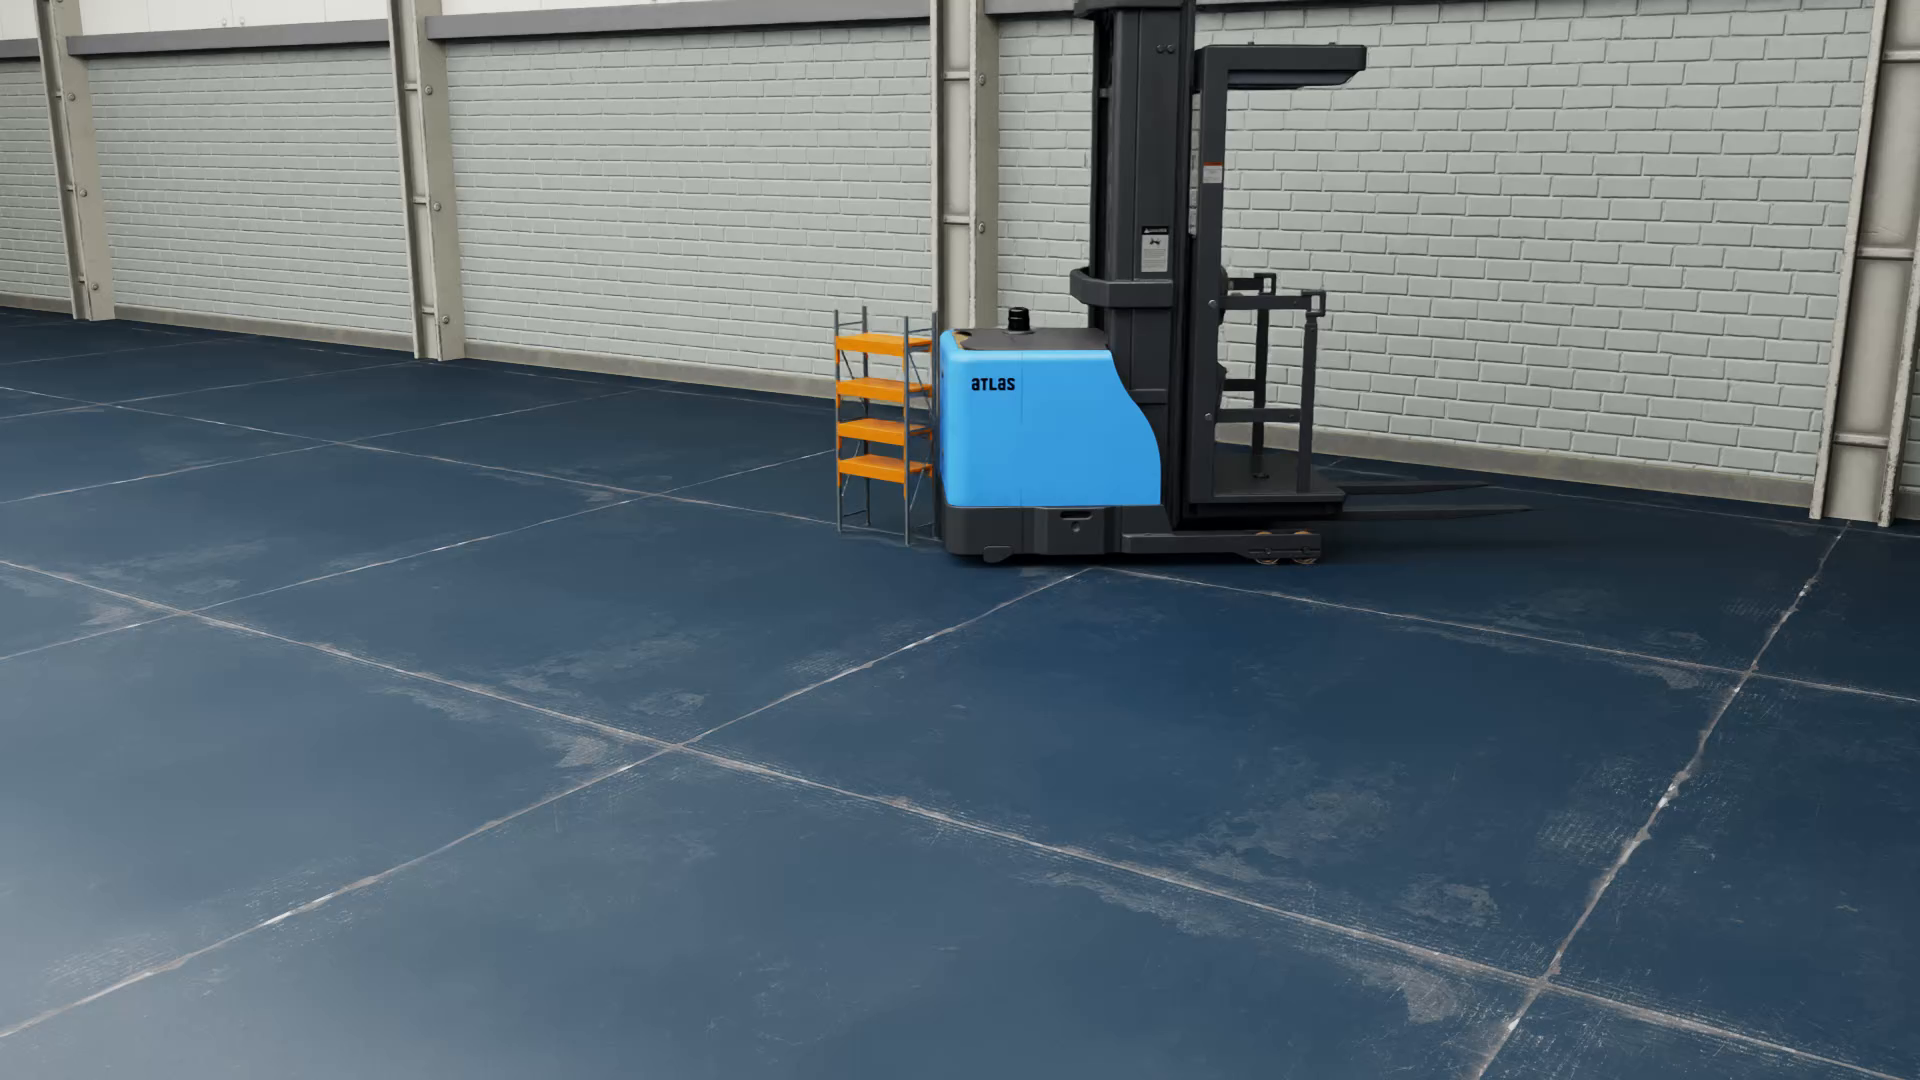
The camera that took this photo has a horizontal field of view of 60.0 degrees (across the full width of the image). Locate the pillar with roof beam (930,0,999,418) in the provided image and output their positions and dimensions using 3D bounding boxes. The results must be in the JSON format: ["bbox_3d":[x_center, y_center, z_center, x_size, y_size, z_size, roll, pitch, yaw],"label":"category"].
[{"bbox_3d":[-2.369,-4.443,8.042,0.400,9.000,9.100,9,17,33],"label":"pillar with roof beam"}]

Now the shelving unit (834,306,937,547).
[{"bbox_3d":[-0.391,-0.607,8.779,0.503,1.200,0.258,11,18,38],"label":"shelving unit"}]

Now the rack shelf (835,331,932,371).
[{"bbox_3d":[-0.391,-0.989,8.684,0.480,0.148,0.258,11,18,38],"label":"rack shelf"}]

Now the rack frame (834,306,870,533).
[{"bbox_3d":[-0.579,-0.644,8.929,0.015,1.200,0.240,11,18,38],"label":"rack frame"}]

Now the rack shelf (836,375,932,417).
[{"bbox_3d":[-0.391,-0.759,8.741,0.480,0.148,0.258,11,18,38],"label":"rack shelf"}]

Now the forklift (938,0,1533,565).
[{"bbox_3d":[1.415,-1.424,8.477,3.031,2.935,1.130,-1,14,-3],"label":"forklift"}]

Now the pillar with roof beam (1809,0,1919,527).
[{"bbox_3d":[2.609,-3.638,4.792,0.400,9.000,9.100,9,17,33],"label":"pillar with roof beam"}]

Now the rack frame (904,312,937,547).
[{"bbox_3d":[-0.202,-0.570,8.628,0.015,1.200,0.240,11,18,38],"label":"rack frame"}]

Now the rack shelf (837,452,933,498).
[{"bbox_3d":[-0.391,-0.349,8.843,0.480,0.148,0.258,11,18,38],"label":"rack shelf"}]

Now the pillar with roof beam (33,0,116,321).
[{"bbox_3d":[-12.326,-6.052,14.543,0.400,9.000,9.100,9,17,33],"label":"pillar with roof beam"}]

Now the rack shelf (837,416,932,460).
[{"bbox_3d":[-0.391,-0.542,8.795,0.480,0.148,0.258,11,18,38],"label":"rack shelf"}]

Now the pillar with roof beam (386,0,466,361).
[{"bbox_3d":[-7.348,-5.247,11.293,0.400,9.000,9.100,9,17,33],"label":"pillar with roof beam"}]
